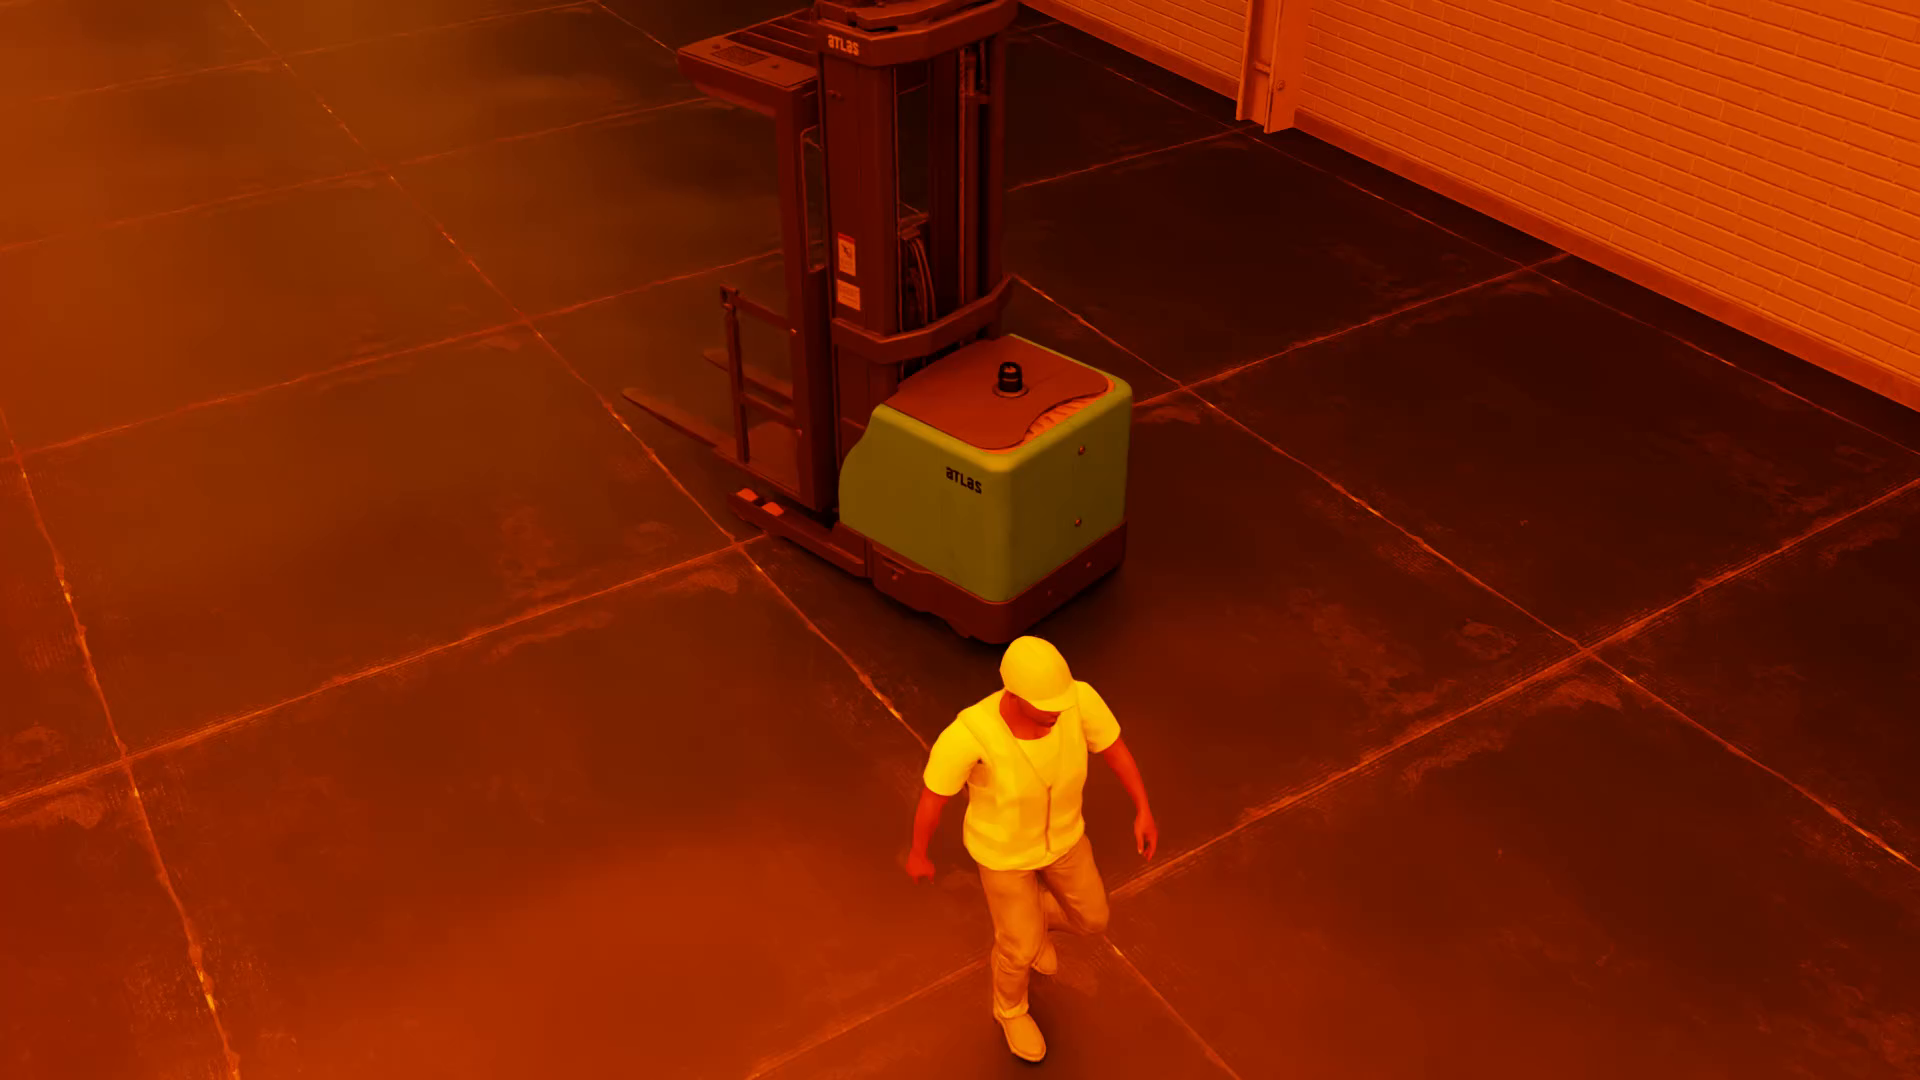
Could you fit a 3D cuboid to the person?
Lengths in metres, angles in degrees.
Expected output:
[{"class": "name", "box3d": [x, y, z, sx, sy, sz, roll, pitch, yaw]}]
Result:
[{"class": "person", "box3d": [0.232, 1.018, 5.730, 0.800, 1.747, 0.539, -19, 39, -25]}]

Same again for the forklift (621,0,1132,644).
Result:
[{"class": "forklift", "box3d": [-0.596, -1.427, 8.179, 3.031, 2.935, 1.130, 27, 43, 33]}]
